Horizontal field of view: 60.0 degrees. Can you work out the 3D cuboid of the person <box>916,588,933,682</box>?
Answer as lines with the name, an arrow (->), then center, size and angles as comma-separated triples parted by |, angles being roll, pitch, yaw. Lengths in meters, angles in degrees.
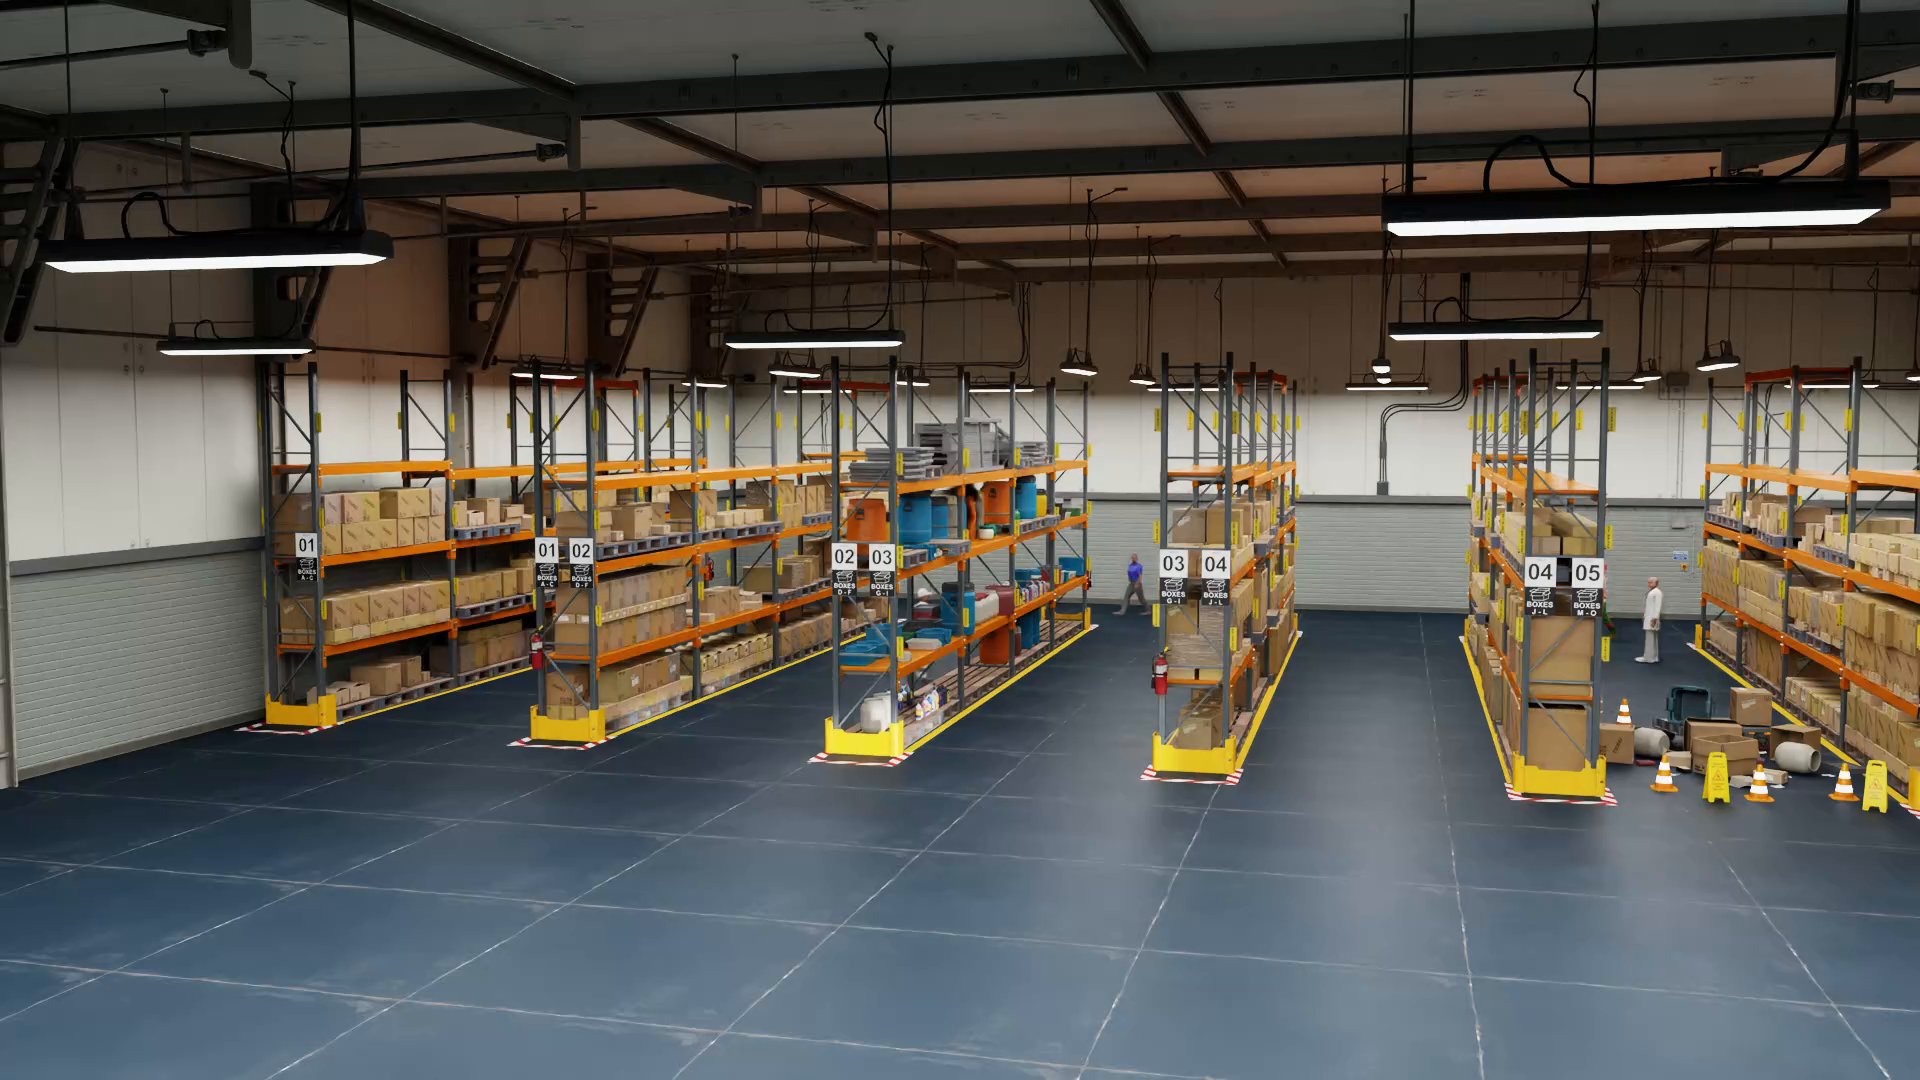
person -> -0.680, 1.828, 32.141 | 0.324, 1.800, 0.656 | -1, 4, -12

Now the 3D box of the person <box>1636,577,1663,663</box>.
person -> 14.485, 1.664, 34.921 | 0.493, 1.785, 0.631 | 2, 4, 25

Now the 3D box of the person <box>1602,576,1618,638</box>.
person -> 14.687, 1.396, 38.544 | 1.074, 1.723, 0.670 | 1, 4, 18

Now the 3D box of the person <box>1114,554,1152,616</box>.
person -> 4.480, 1.164, 43.016 | 0.983, 1.588, 0.561 | -2, 4, -26
